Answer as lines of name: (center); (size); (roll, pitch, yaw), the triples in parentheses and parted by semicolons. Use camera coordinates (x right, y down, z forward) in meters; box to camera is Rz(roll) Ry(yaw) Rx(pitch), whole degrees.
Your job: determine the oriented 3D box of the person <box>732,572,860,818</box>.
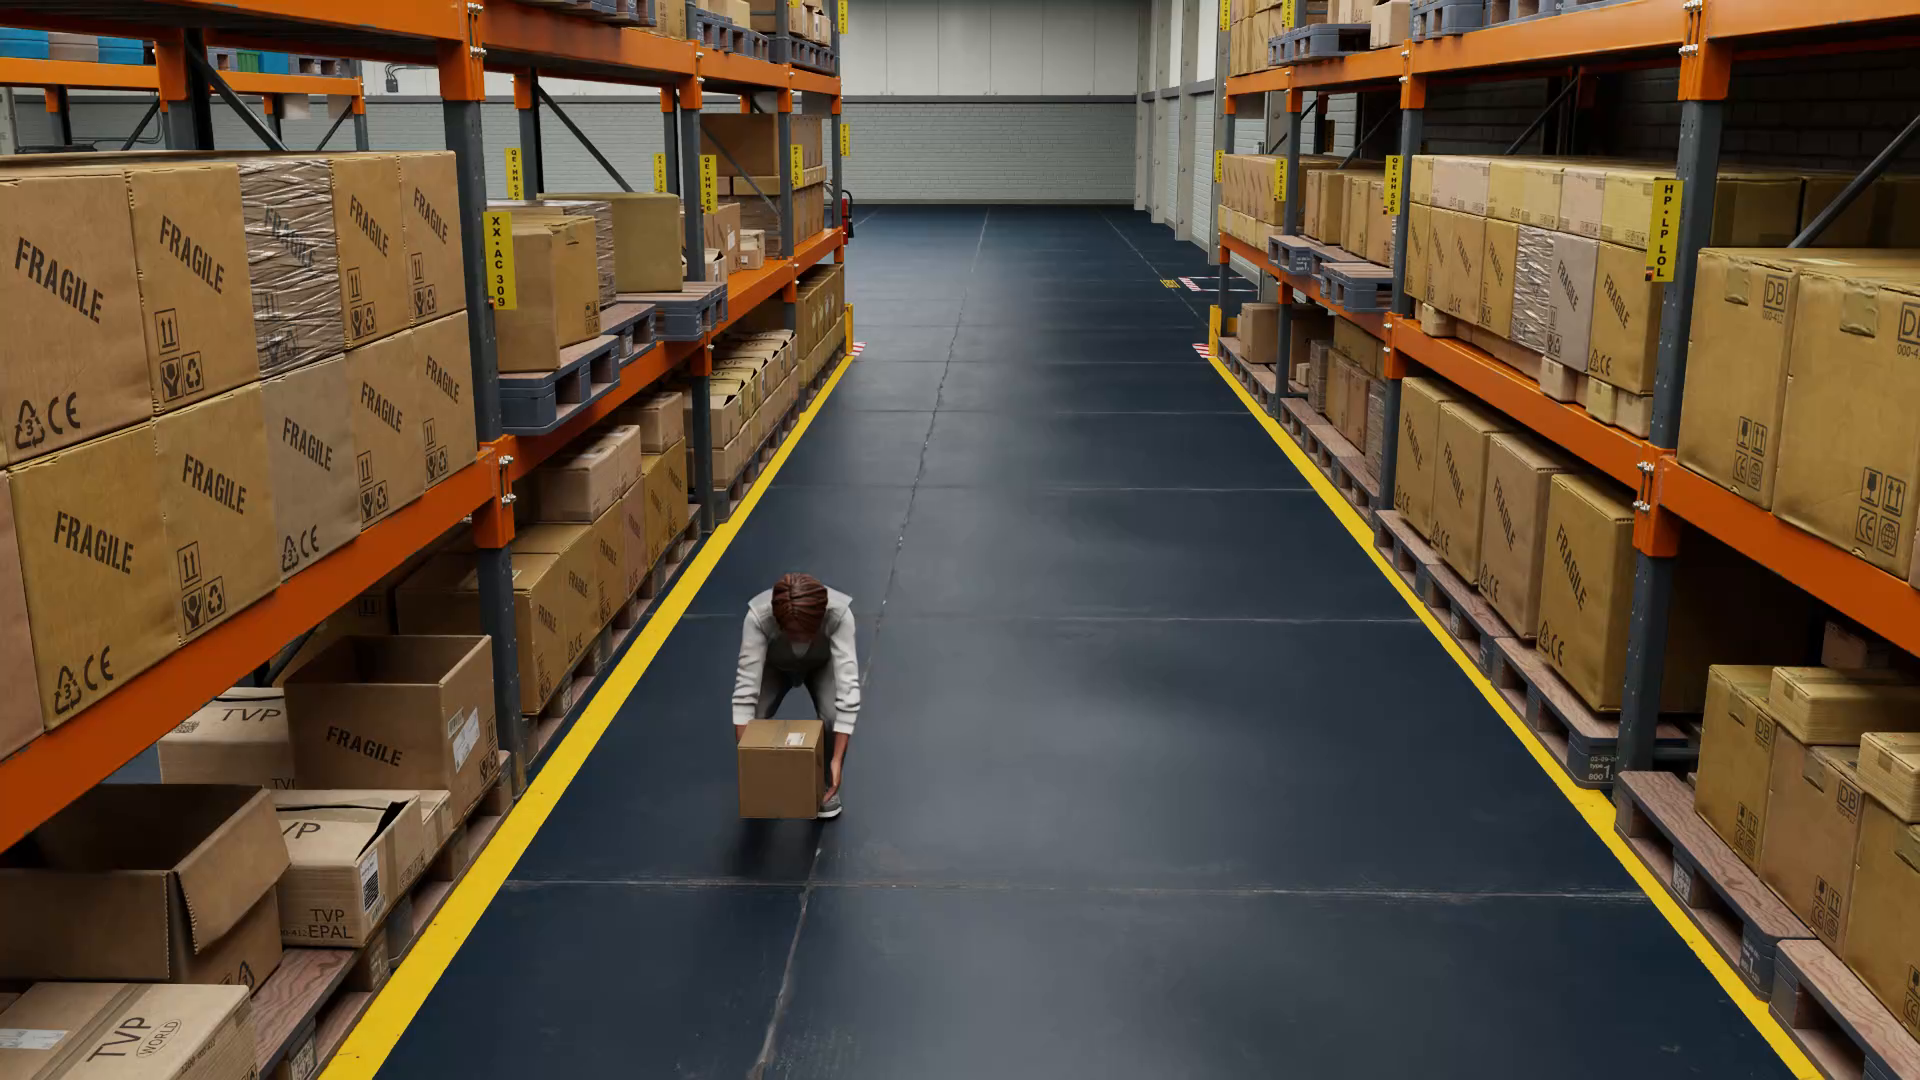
person: (-0.556, 0.517, 5.807); (0.451, 0.948, 0.784); (0, 14, 1)
